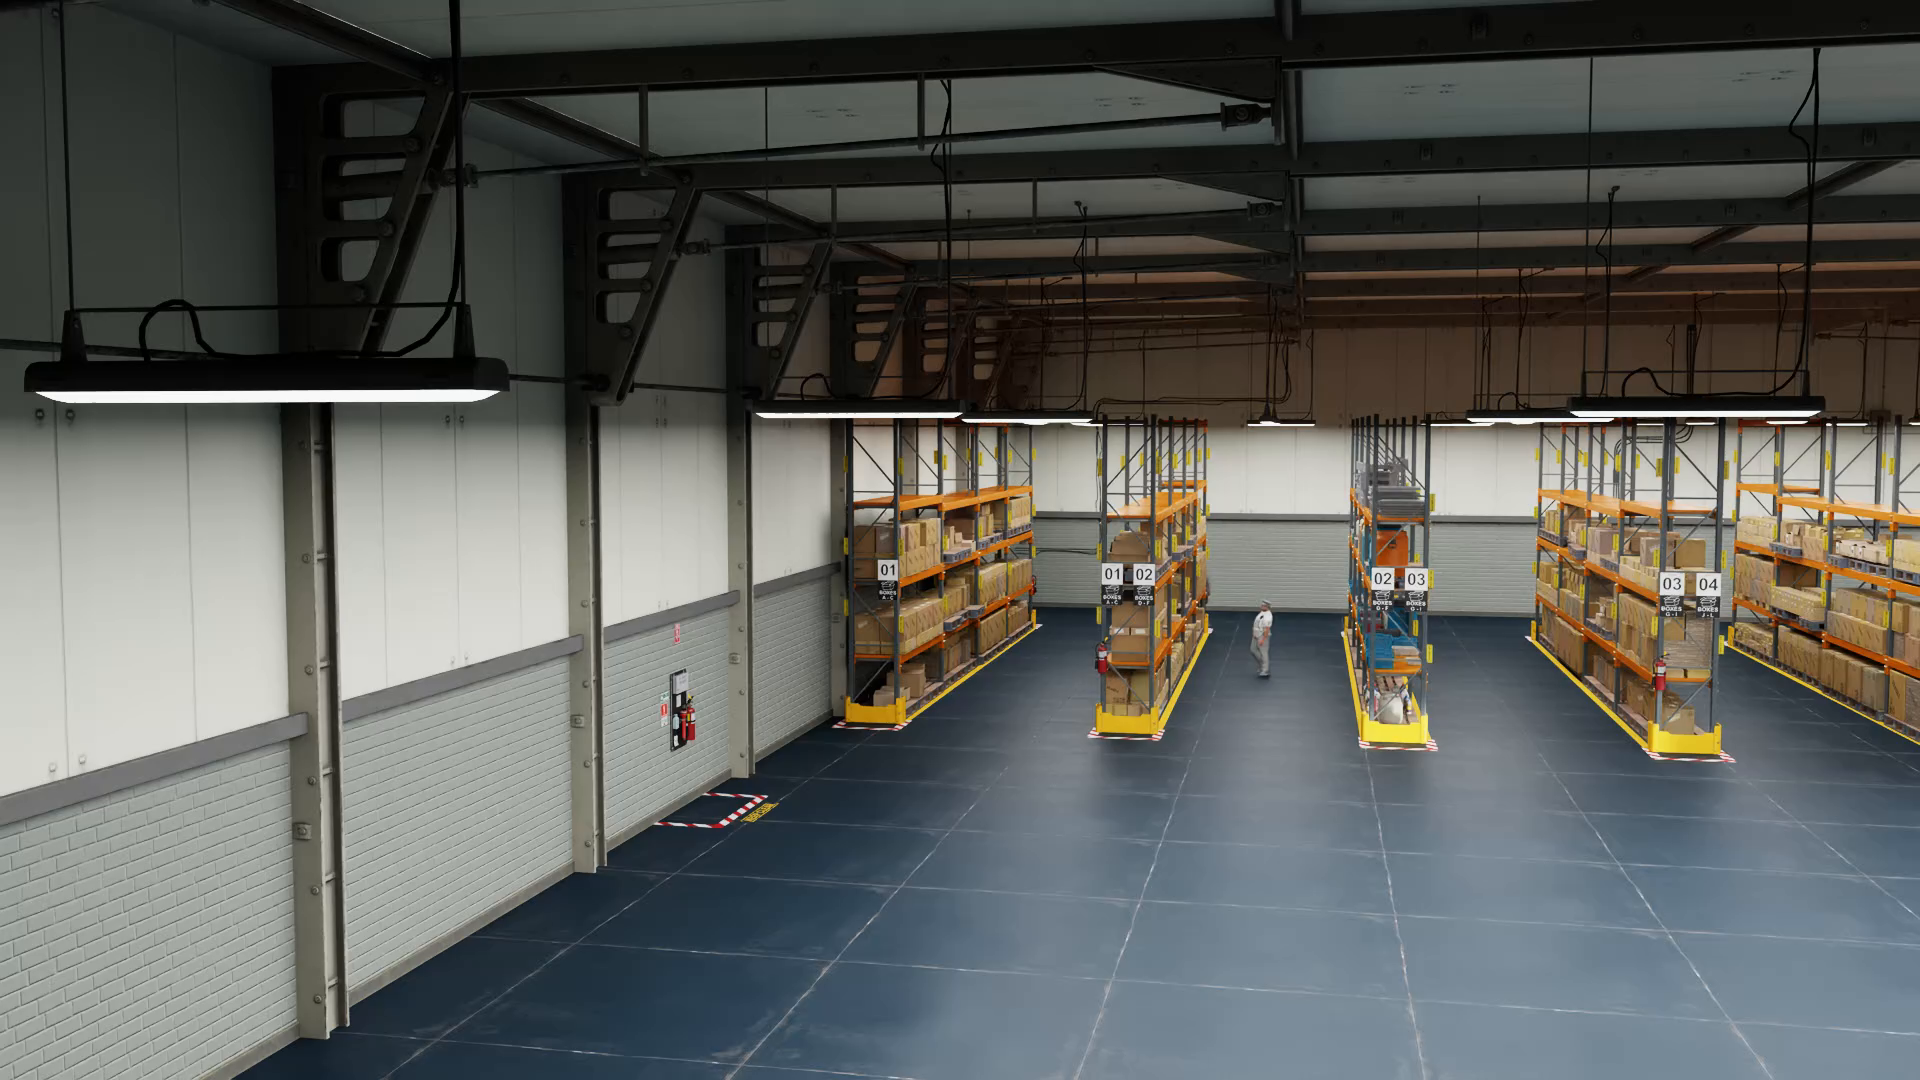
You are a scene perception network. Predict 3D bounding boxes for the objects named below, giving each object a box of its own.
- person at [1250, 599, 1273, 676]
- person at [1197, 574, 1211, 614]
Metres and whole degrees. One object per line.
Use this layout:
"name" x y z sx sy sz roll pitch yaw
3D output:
"person" 7.051 2.269 38.788 0.454 1.782 0.648 -1 4 -19
"person" 6.980 1.639 48.048 0.581 1.800 0.568 0 4 1
